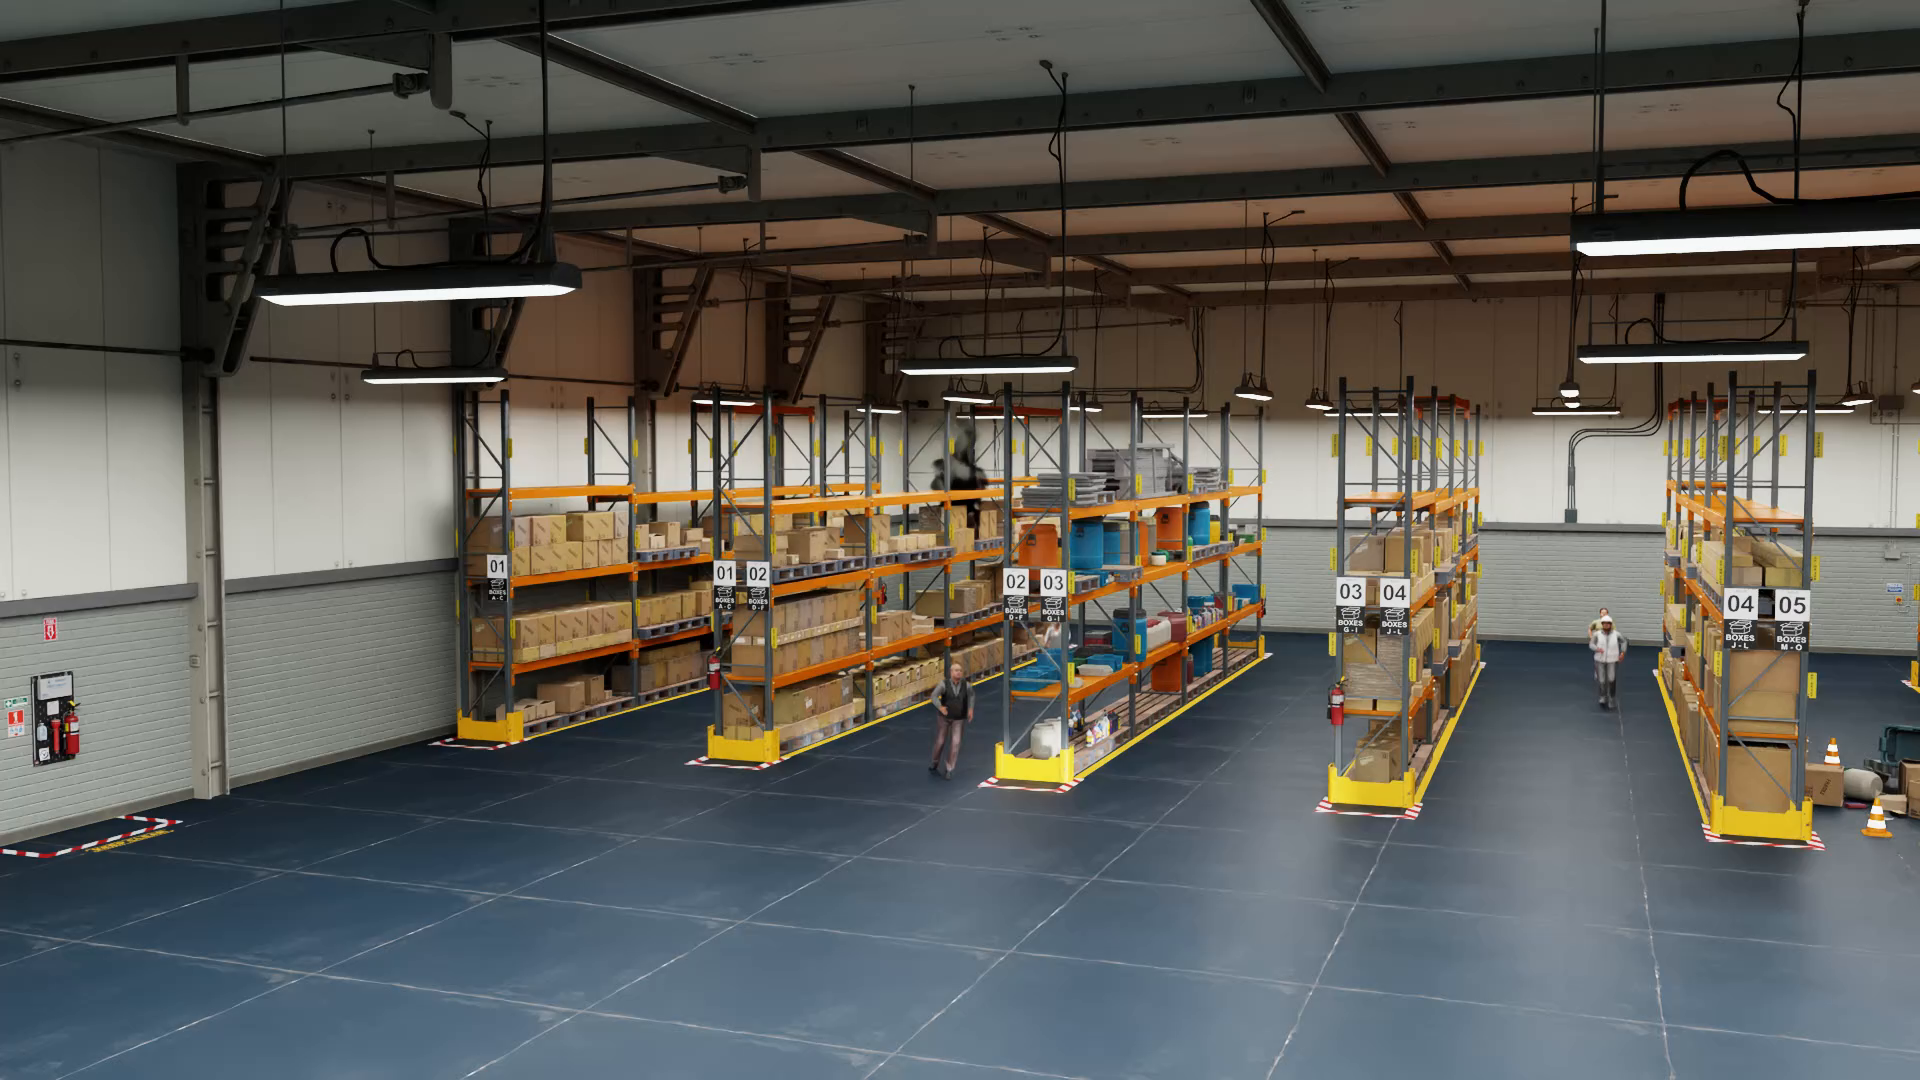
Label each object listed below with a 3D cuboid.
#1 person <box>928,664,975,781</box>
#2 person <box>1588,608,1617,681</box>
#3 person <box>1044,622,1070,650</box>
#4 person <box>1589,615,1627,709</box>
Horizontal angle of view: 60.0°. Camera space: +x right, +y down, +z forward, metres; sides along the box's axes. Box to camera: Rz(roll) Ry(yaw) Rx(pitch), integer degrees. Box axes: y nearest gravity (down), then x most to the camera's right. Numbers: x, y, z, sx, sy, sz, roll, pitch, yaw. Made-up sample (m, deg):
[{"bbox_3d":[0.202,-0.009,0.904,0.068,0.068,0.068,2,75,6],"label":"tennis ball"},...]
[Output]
[{"bbox_3d":[-0.113,2.765,25.386,0.730,1.750,0.752,0,3,-5],"label":"person"},{"bbox_3d":[13.583,2.248,35.153,0.567,1.633,0.546,1,3,18],"label":"person"},{"bbox_3d":[1.990,2.332,34.230,0.538,1.586,0.790,0,3,8],"label":"person"},{"bbox_3d":[12.489,2.368,32.082,0.670,1.828,0.727,1,3,23],"label":"person"}]
